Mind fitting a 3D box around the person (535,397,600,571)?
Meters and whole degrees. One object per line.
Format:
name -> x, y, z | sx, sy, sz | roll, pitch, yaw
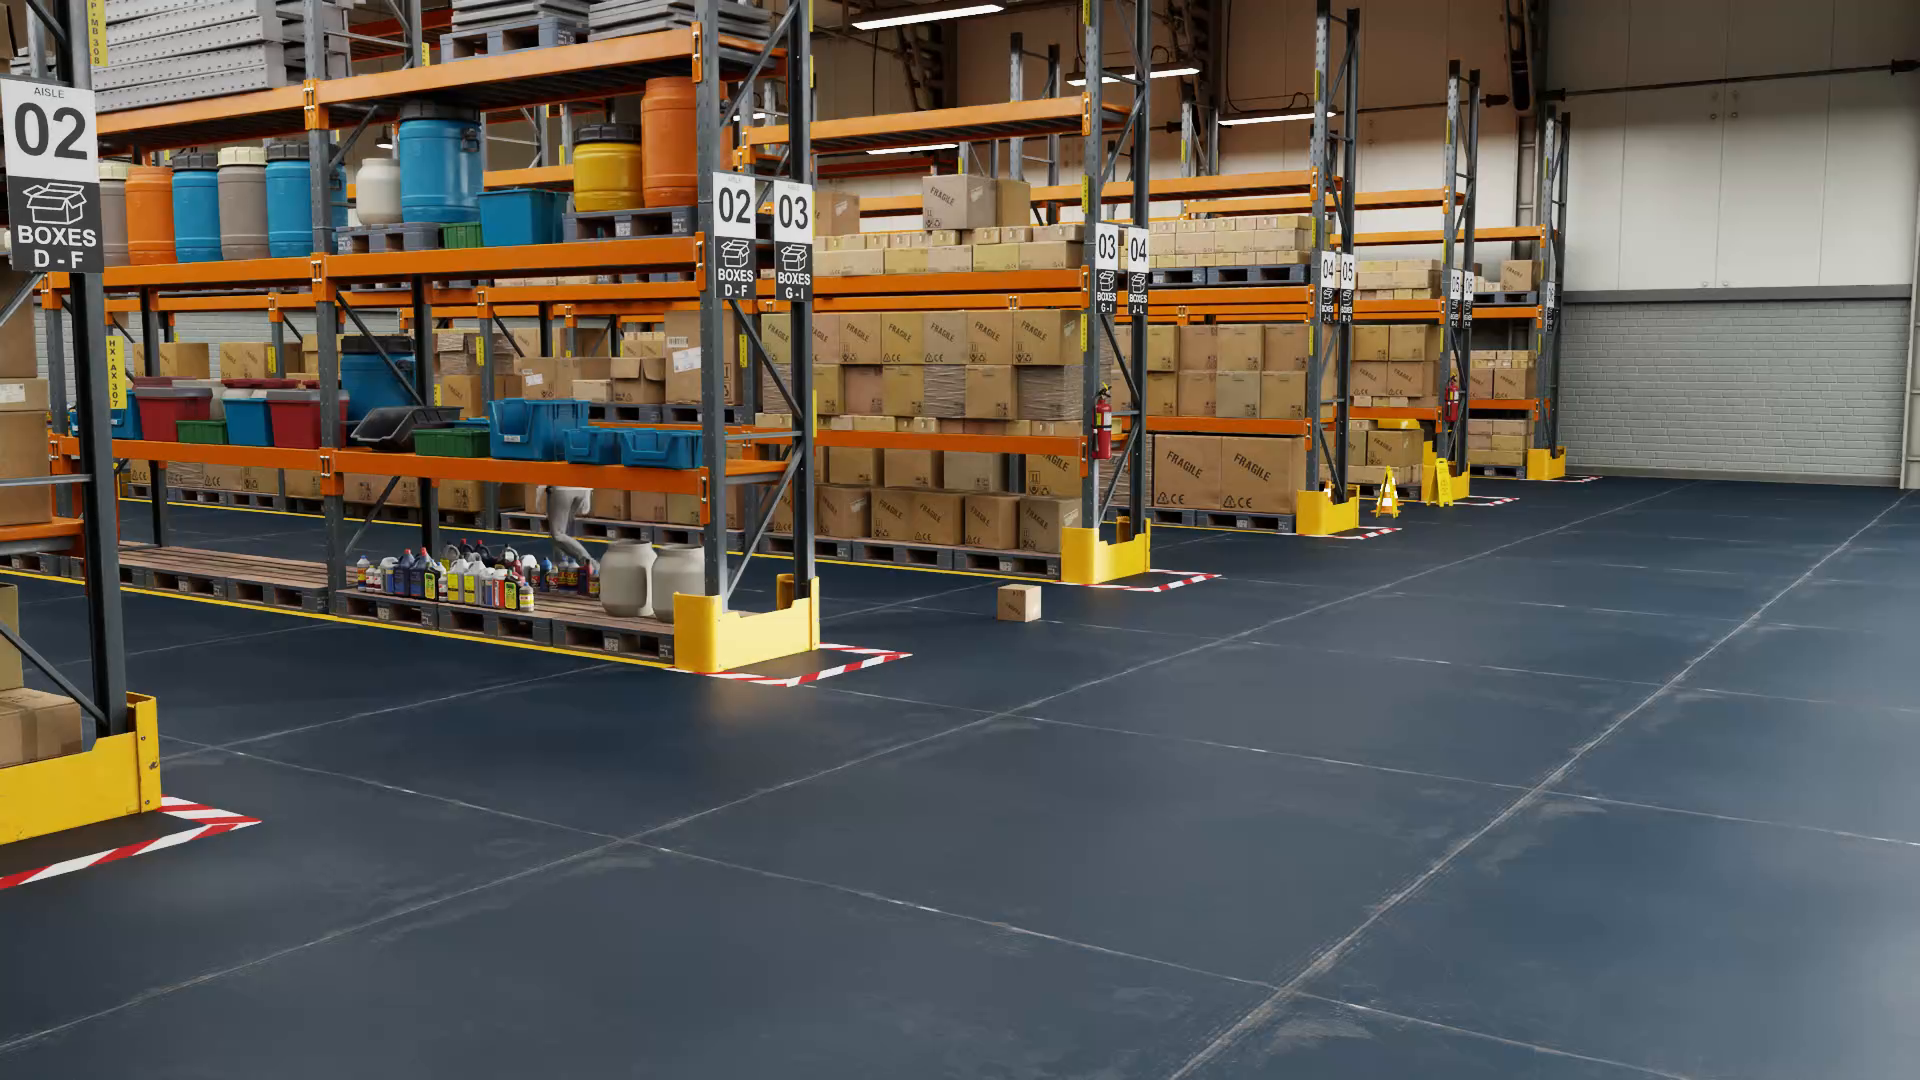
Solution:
person -> -3.418, -0.412, 14.461 | 0.862, 1.656, 0.465 | 4, 8, 32
